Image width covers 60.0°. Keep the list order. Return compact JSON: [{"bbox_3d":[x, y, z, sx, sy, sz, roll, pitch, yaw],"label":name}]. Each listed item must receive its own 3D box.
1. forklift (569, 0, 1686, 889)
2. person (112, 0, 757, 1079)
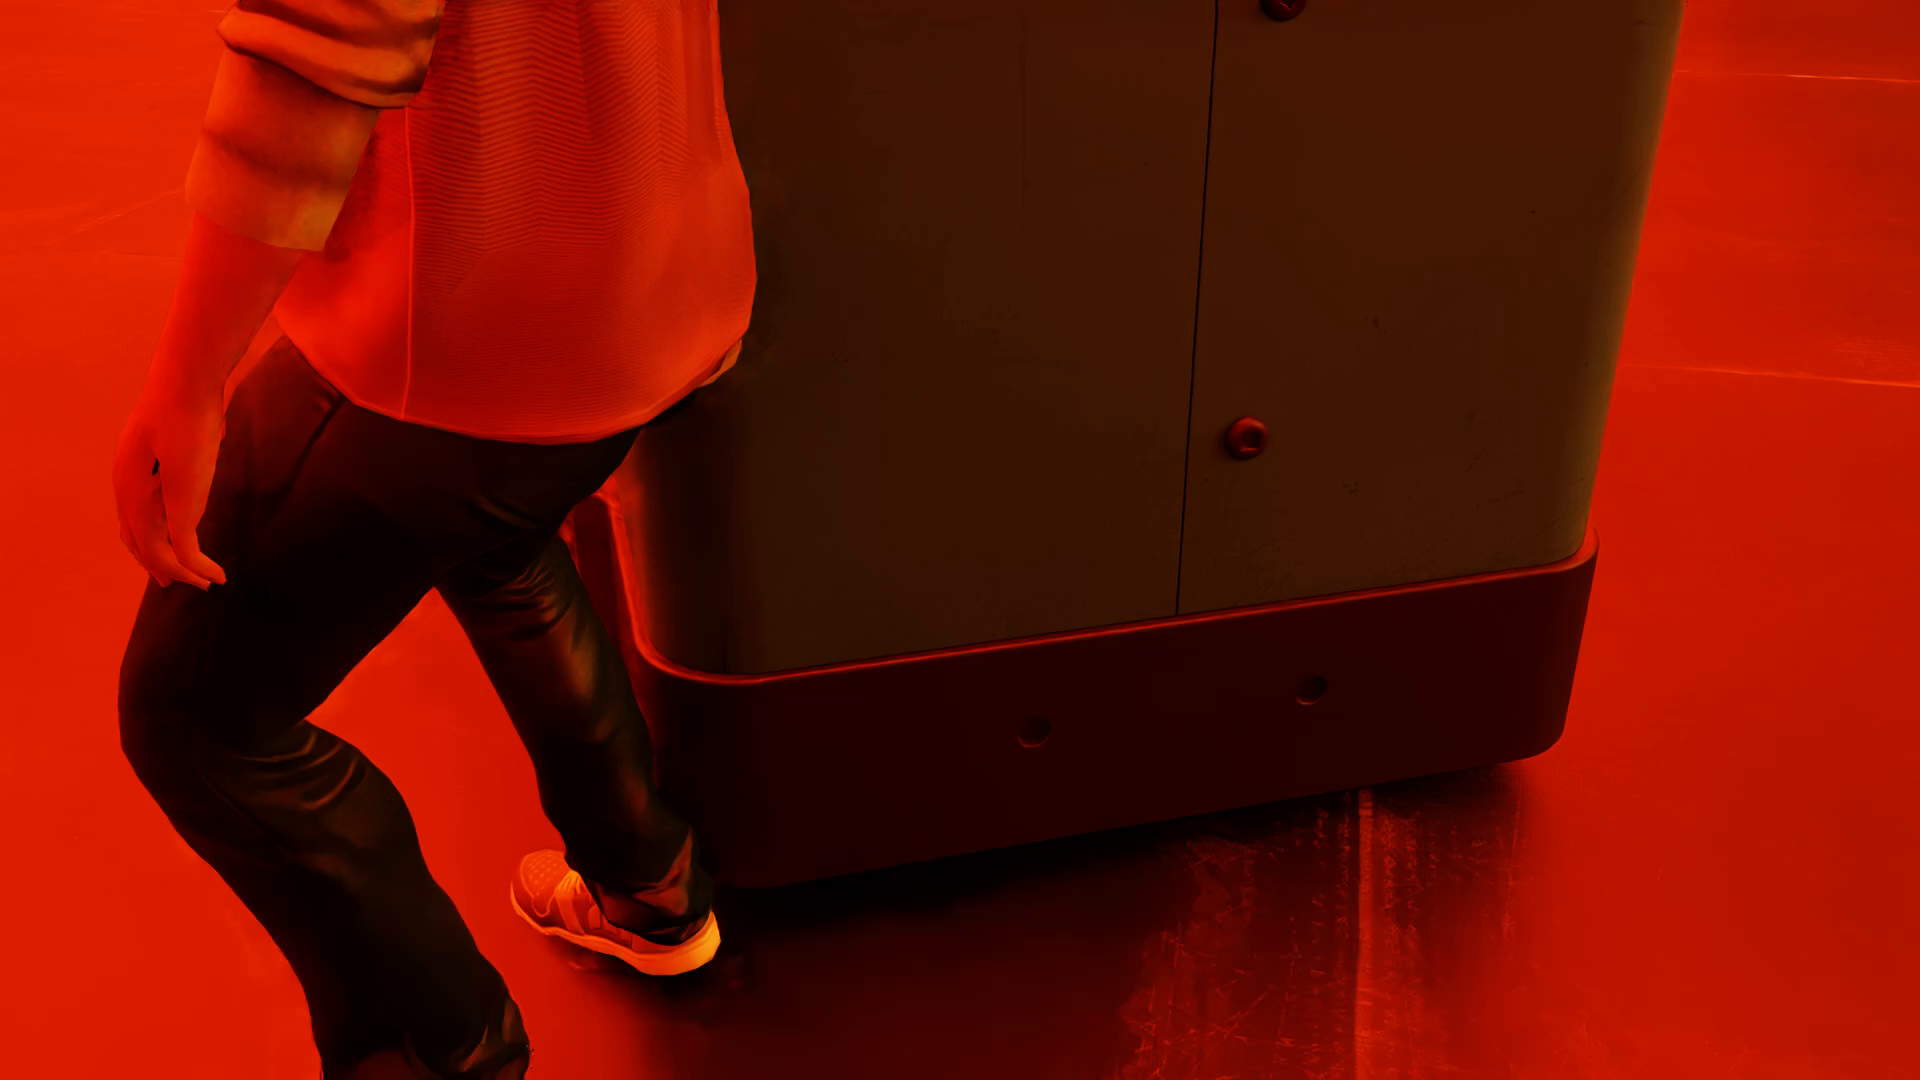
[{"bbox_3d":[-0.181,-1.606,2.430,1.130,2.935,3.031,-7,28,-14],"label":"forklift"},{"bbox_3d":[-0.377,-0.175,1.184,0.454,1.532,0.693,7,28,14],"label":"person"}]
